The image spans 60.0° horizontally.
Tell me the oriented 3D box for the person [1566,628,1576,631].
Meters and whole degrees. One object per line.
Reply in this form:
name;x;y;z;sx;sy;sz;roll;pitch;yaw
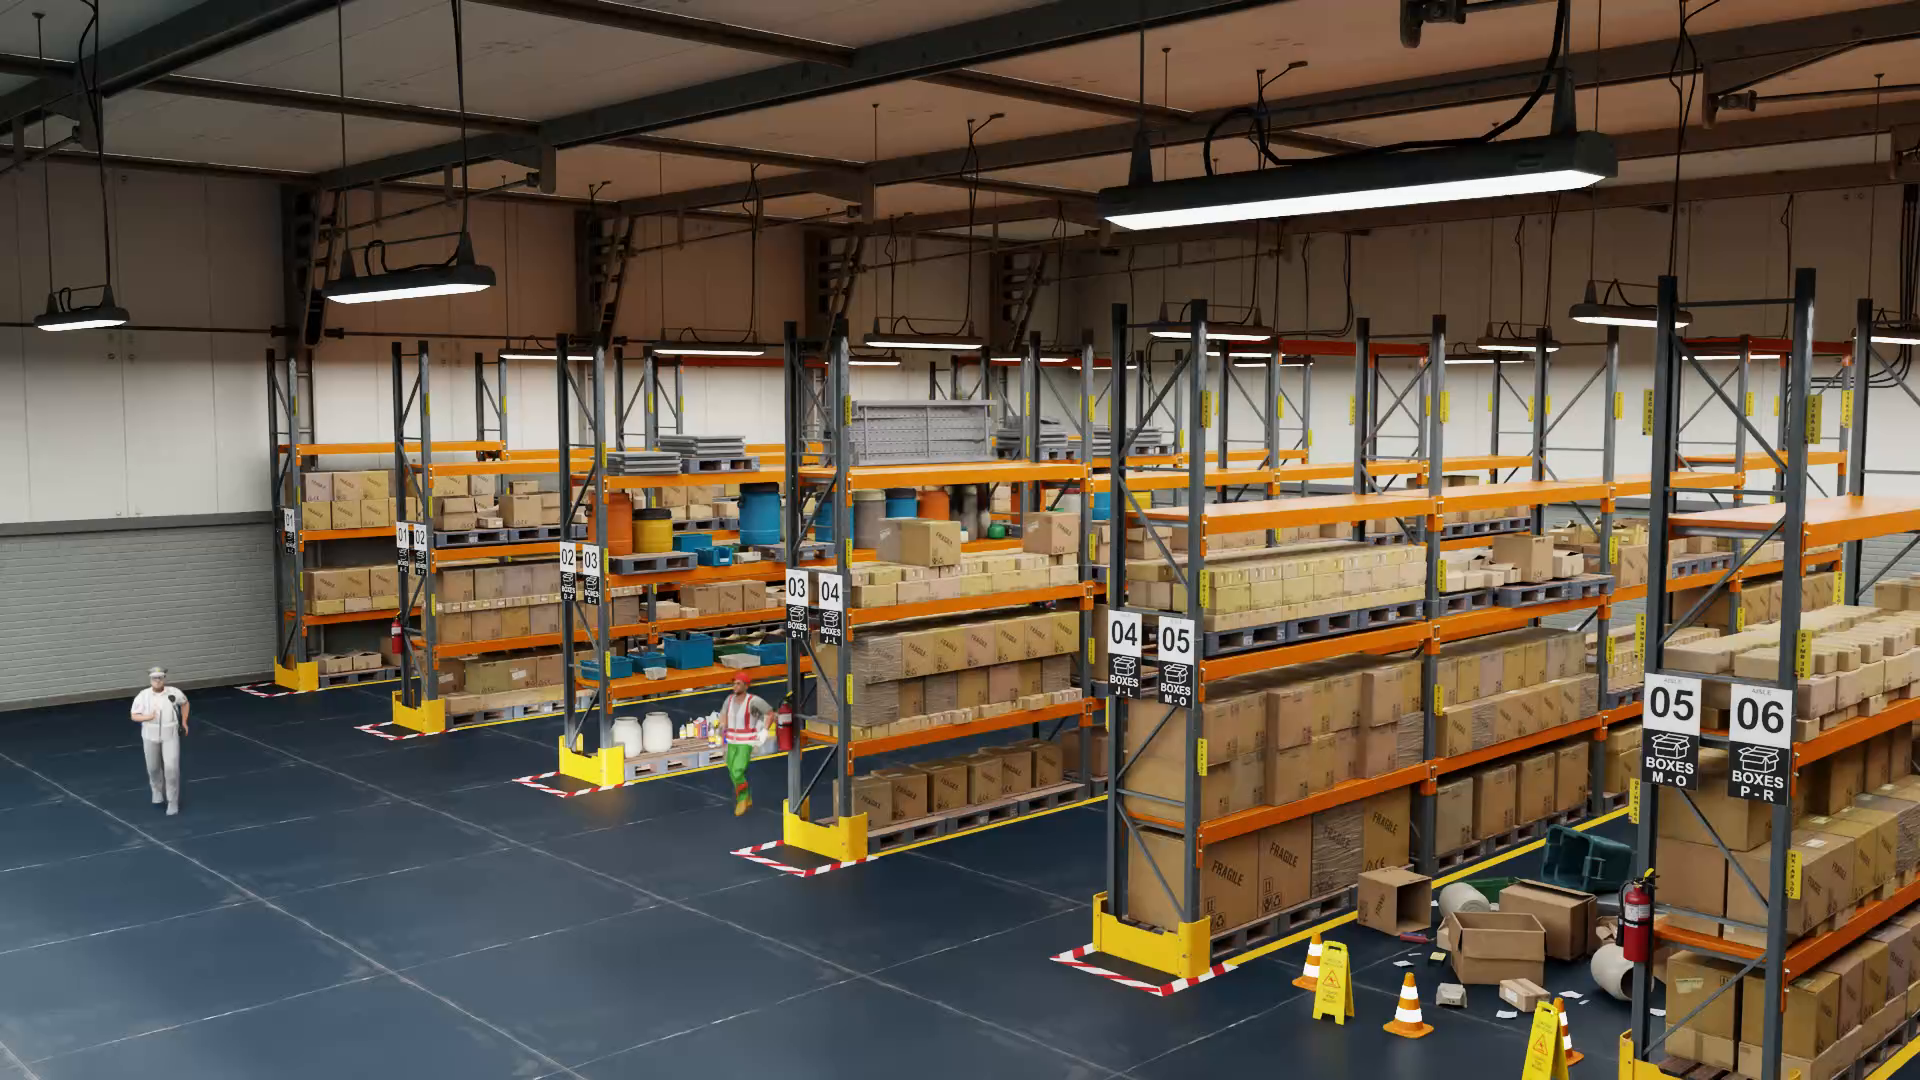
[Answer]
person;9.032;2.171;24.563;0.690;1.760;0.651;-4;6;-39

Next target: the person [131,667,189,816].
person;-9.971;2.483;20.756;0.640;1.840;0.824;-2;5;-22

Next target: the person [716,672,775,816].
person;-2.704;2.515;20.484;0.663;1.768;0.652;3;6;28
